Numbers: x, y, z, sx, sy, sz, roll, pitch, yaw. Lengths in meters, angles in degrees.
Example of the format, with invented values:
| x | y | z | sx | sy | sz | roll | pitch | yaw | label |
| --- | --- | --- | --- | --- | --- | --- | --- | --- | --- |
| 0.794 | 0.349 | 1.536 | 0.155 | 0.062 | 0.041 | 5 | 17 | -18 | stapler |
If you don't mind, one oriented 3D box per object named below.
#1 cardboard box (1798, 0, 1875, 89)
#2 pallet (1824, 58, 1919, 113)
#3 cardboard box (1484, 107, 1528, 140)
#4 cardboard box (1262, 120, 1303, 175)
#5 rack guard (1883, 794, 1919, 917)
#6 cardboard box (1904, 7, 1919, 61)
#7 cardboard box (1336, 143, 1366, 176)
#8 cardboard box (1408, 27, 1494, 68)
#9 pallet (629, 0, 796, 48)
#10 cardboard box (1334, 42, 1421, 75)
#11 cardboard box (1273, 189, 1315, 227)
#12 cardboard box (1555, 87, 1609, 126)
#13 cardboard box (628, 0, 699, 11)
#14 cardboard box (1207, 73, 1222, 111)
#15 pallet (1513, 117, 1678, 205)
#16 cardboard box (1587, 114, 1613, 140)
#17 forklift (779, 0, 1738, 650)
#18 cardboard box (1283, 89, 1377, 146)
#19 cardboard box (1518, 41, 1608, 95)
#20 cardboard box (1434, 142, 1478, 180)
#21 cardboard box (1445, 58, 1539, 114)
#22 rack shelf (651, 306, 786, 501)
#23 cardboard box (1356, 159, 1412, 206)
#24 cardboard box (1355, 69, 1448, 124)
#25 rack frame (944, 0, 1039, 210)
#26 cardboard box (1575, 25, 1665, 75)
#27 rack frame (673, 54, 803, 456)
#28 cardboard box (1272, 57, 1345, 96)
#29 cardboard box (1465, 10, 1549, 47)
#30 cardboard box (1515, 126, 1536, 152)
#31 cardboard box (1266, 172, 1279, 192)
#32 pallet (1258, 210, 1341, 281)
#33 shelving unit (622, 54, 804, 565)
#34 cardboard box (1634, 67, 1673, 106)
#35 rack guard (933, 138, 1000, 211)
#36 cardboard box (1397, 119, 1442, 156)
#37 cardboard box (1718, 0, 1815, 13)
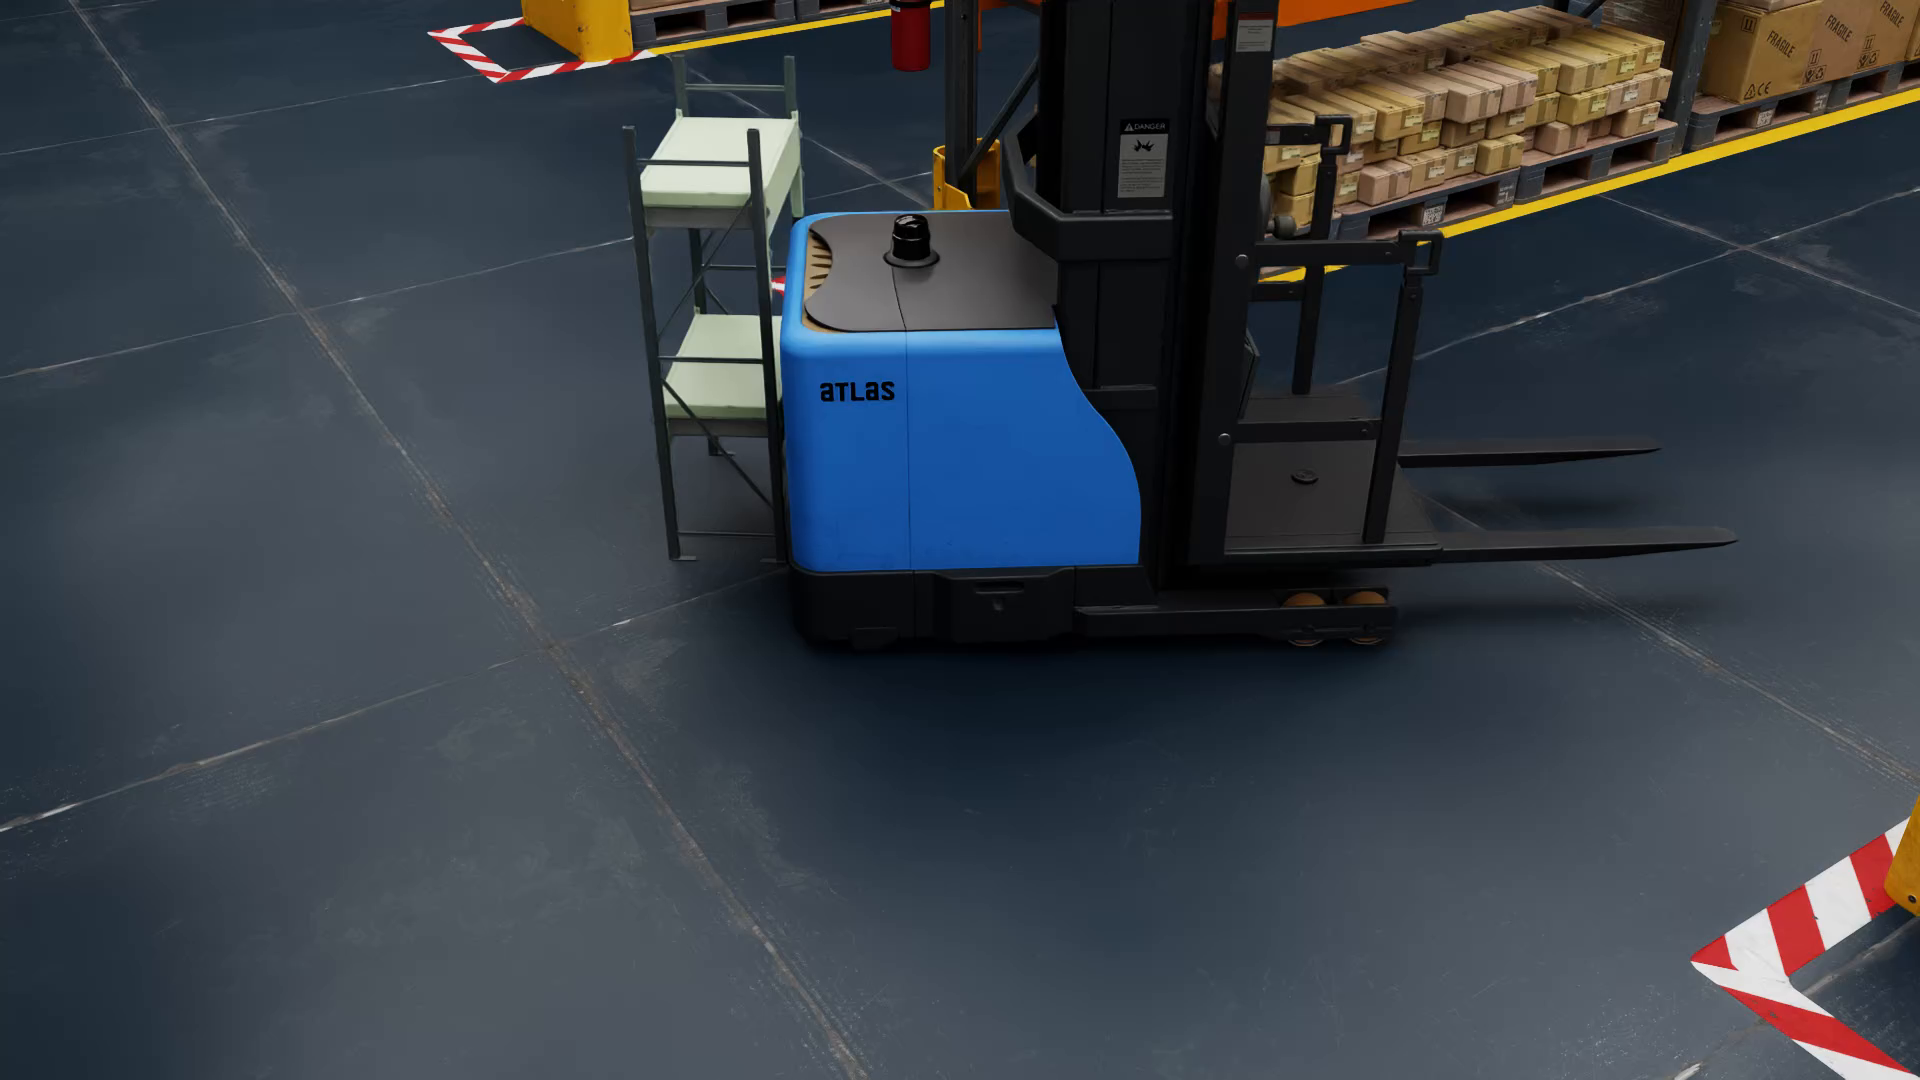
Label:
| x | y | z | sx | sy | sz | roll | pitch | yaw | label |
| --- | --- | --- | --- | --- | --- | --- | --- | --- | --- |
| 4.820 | -2.939 | 9.546 | 0.500 | 0.500 | 0.500 | -17 | 36 | -25 | cardboard box |
| 5.291 | -2.971 | 10.262 | 1.213 | 0.211 | 1.003 | -19 | 37 | -27 | pallet |
| 2.615 | -2.154 | 8.353 | 0.250 | 0.149 | 0.380 | -18 | 36 | -26 | cardboard box |
| 1.322 | -1.785 | 7.490 | 0.250 | 0.149 | 0.380 | -19 | 37 | -27 | cardboard box |
| 2.832 | 0.904 | 3.849 | 0.348 | 0.500 | 1.175 | -19 | 37 | -27 | rack guard |
| 5.688 | -3.231 | 10.009 | 0.500 | 0.500 | 0.500 | -21 | 38 | -29 | cardboard box |
| 1.693 | -1.857 | 7.882 | 0.250 | 0.149 | 0.380 | -21 | 38 | -29 | cardboard box |
| 2.553 | -2.553 | 8.706 | 0.250 | 0.149 | 0.380 | -20 | 37 | -28 | cardboard box |
| -1.888 | -3.691 | 11.404 | 1.213 | 0.211 | 1.003 | -19 | 37 | -27 | pallet |
| 2.111 | -2.400 | 8.464 | 0.250 | 0.149 | 0.380 | -21 | 38 | -29 | cardboard box |
| 1.518 | -1.605 | 7.762 | 0.250 | 0.149 | 0.380 | -18 | 37 | -27 | cardboard box |
| 3.083 | -2.265 | 8.529 | 0.250 | 0.149 | 0.380 | -20 | 38 | -29 | cardboard box |
| -2.017 | -3.934 | 11.183 | 0.875 | 0.438 | 0.875 | -20 | 38 | -29 | cardboard box |
| 1.200 | -2.129 | 8.034 | 0.250 | 0.149 | 0.380 | -21 | 38 | -29 | cardboard box |
| 3.066 | -2.181 | 9.009 | 1.213 | 0.211 | 1.003 | -19 | 37 | -27 | pallet |
| 3.203 | -2.238 | 8.765 | 0.250 | 0.149 | 0.380 | -18 | 36 | -26 | cardboard box |
| 0.969 | -1.188 | 4.886 | 3.031 | 2.935 | 1.130 | -2 | 32 | -2 | forklift |
| 1.723 | -1.970 | 7.782 | 0.250 | 0.149 | 0.380 | -17 | 36 | -25 | cardboard box |
| 3.055 | -2.407 | 8.475 | 0.250 | 0.149 | 0.380 | -19 | 37 | -28 | cardboard box |
| 2.341 | -1.931 | 8.278 | 0.250 | 0.149 | 0.380 | -18 | 37 | -26 | cardboard box |
| 2.617 | -2.247 | 8.222 | 0.250 | 0.149 | 0.380 | -21 | 38 | -30 | cardboard box |
| -0.763 | -0.482 | 5.719 | 0.431 | 0.370 | 0.720 | 2 | 32 | 3 | rack shelf |
| 1.937 | -1.755 | 7.999 | 0.250 | 0.149 | 0.380 | -21 | 38 | -30 | cardboard box |
| 2.129 | -2.141 | 8.054 | 0.250 | 0.149 | 0.380 | -19 | 37 | -27 | cardboard box |
| 0.249 | -2.414 | 6.765 | 0.127 | 3.000 | 1.000 | -19 | 37 | -27 | rack frame |
| 3.453 | -2.574 | 8.740 | 0.250 | 0.149 | 0.380 | -18 | 36 | -26 | cardboard box |
| -0.743 | -0.953 | 5.854 | 0.400 | 1.500 | 0.023 | 2 | 32 | 3 | rack frame |
| 1.677 | -2.258 | 8.239 | 0.250 | 0.149 | 0.380 | -20 | 38 | -29 | cardboard box |
| 2.946 | -2.734 | 8.993 | 0.250 | 0.149 | 0.380 | -17 | 36 | -25 | cardboard box |
| 2.728 | -2.111 | 8.564 | 0.250 | 0.149 | 0.380 | -20 | 37 | -28 | cardboard box |
| 1.247 | -1.712 | 7.652 | 0.250 | 0.149 | 0.380 | -18 | 37 | -27 | cardboard box |
| 1.015 | -1.475 | 7.891 | 1.213 | 0.211 | 1.003 | -19 | 37 | -27 | pallet |
| -0.763 | -0.758 | 5.545 | 0.431 | 1.500 | 0.755 | 2 | 32 | 3 | shelving unit |
| 3.519 | -2.434 | 8.797 | 0.250 | 0.149 | 0.380 | -18 | 37 | -26 | cardboard box |
| 0.313 | -1.378 | 7.467 | 0.348 | 0.500 | 1.175 | -19 | 37 | -27 | rack guard |
| 2.131 | -2.027 | 8.152 | 0.250 | 0.149 | 0.380 | -17 | 36 | -25 | cardboard box |
| 4.376 | -3.103 | 9.104 | 0.500 | 0.250 | 0.500 | -21 | 38 | -29 | cardboard box |
